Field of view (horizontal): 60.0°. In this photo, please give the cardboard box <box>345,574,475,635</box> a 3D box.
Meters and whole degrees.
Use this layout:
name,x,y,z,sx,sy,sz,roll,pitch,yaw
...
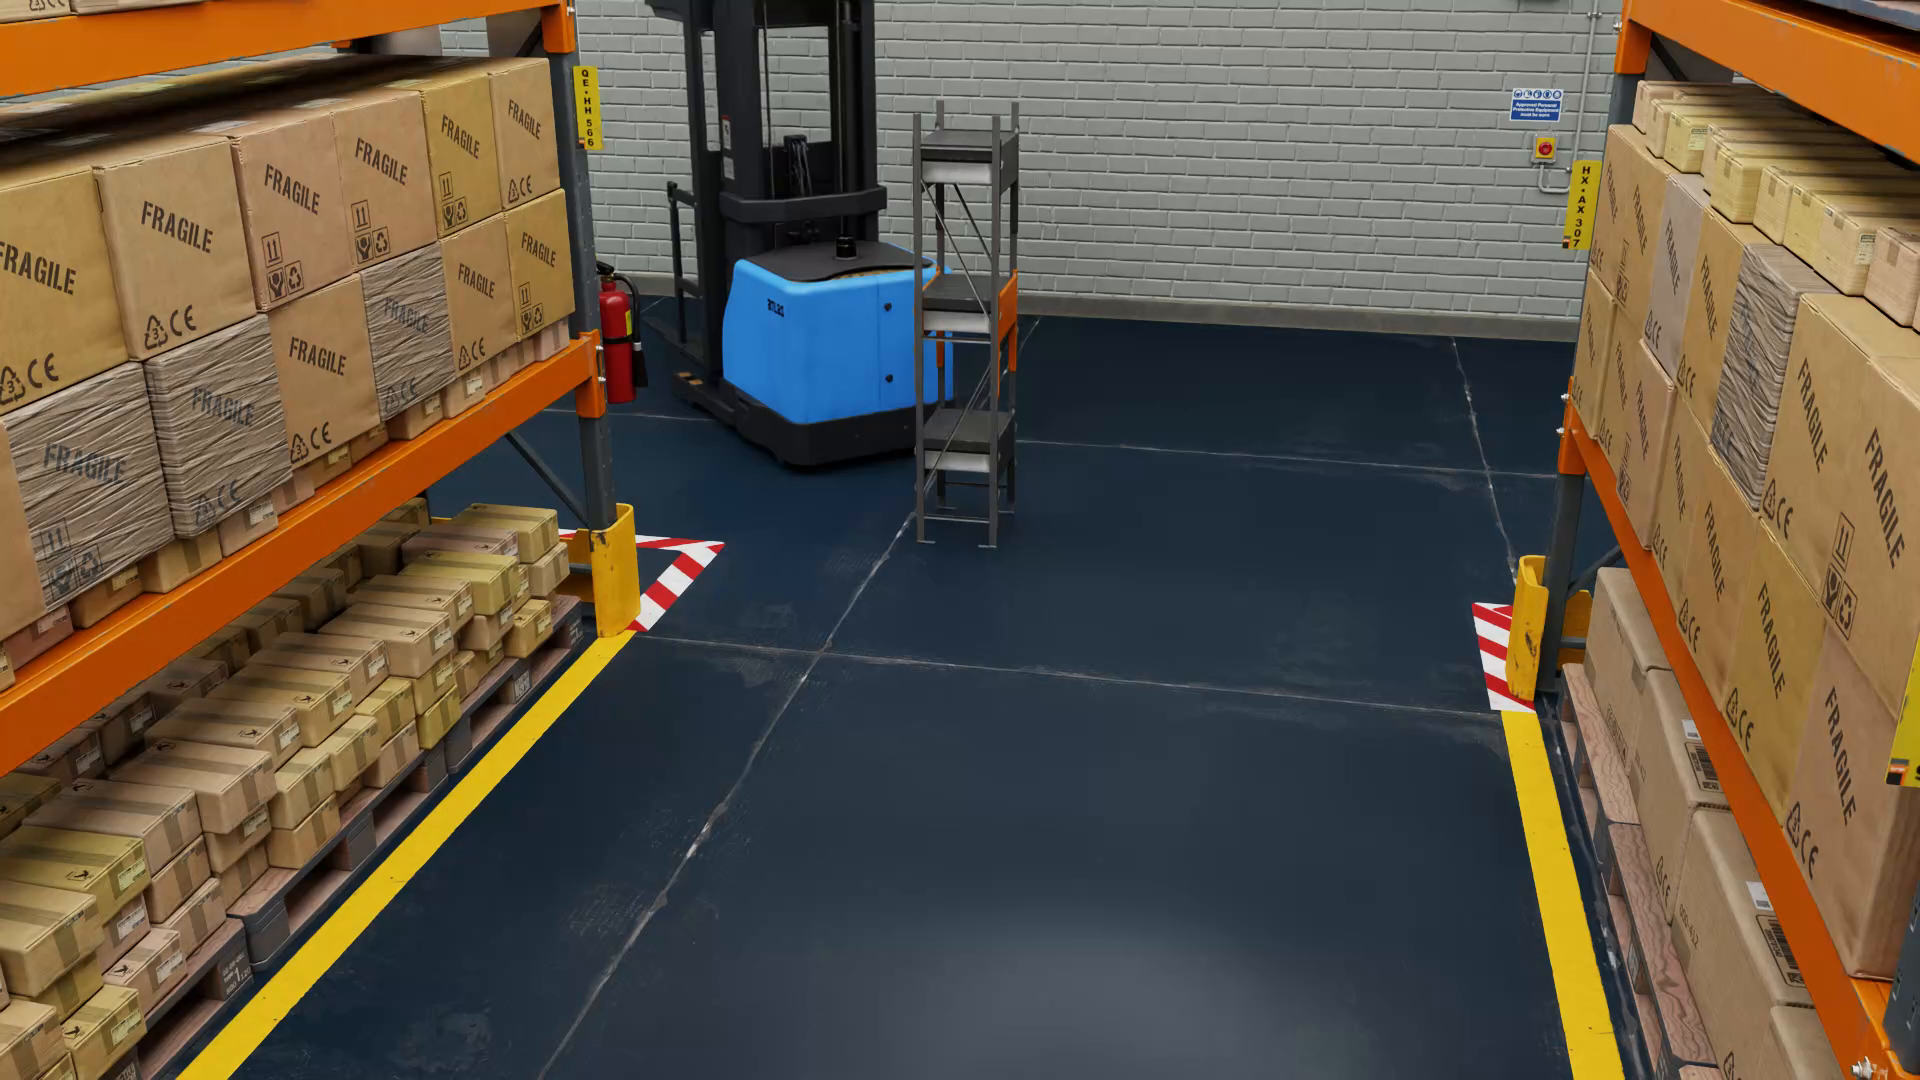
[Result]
name,x,y,z,sx,sy,sz,roll,pitch,yaw
cardboard box,-2.038,0.253,6.168,0.380,0.149,0.250,4,22,9

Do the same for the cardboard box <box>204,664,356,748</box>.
name,x,y,z,sx,sy,sz,roll,pitch,yaw
cardboard box,-2.226,0.541,5.452,0.380,0.149,0.250,5,22,11

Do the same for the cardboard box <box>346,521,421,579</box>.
name,x,y,z,sx,sy,sz,roll,pitch,yaw
cardboard box,-2.405,0.034,6.712,0.380,0.149,0.250,5,22,12

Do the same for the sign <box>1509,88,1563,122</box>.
name,x,y,z,sx,sy,sz,roll,pitch,yaw
sign,3.933,-2.969,11.348,0.327,0.218,0.001,4,22,11

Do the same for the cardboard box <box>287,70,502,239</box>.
name,x,y,z,sx,sy,sz,roll,pitch,yaw
cardboard box,-1.980,-1.370,5.870,0.500,0.500,0.500,4,22,9

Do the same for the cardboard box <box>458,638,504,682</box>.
name,x,y,z,sx,sy,sz,roll,pitch,yaw
cardboard box,-2.022,0.434,6.514,0.380,0.149,0.250,4,22,11

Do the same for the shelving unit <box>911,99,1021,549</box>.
name,x,y,z,sx,sy,sz,roll,pitch,yaw
shelving unit,0.034,-1.035,8.112,0.431,2.100,0.503,4,22,11

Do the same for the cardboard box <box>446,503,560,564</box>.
name,x,y,z,sx,sy,sz,roll,pitch,yaw
cardboard box,-1.887,-0.029,6.868,0.380,0.149,0.250,5,22,12

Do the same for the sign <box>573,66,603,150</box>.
name,x,y,z,sx,sy,sz,roll,pitch,yaw
sign,-1.488,-1.728,6.655,0.100,0.325,0.005,4,22,11

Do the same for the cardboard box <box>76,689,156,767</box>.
name,x,y,z,sx,sy,sz,roll,pitch,yaw
cardboard box,-2.831,0.588,5.335,0.380,0.149,0.250,4,22,9

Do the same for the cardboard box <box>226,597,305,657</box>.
name,x,y,z,sx,sy,sz,roll,pitch,yaw
cardboard box,-2.617,0.314,6.017,0.380,0.149,0.250,5,23,13

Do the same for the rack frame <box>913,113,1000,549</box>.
name,x,y,z,sx,sy,sz,roll,pitch,yaw
rack frame,-0.016,-0.945,7.890,0.400,2.100,0.015,4,22,11

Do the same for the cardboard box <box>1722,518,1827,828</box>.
name,x,y,z,sx,sy,sz,roll,pitch,yaw
cardboard box,1.967,0.286,3.495,0.500,0.500,0.500,4,22,10

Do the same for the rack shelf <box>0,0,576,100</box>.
name,x,y,z,sx,sy,sz,roll,pitch,yaw
rack shelf,-2.435,-1.420,4.812,1.077,0.370,4.000,4,22,11

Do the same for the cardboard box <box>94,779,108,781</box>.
name,x,y,z,sx,sy,sz,roll,pitch,yaw
cardboard box,-2.830,0.841,5.105,0.380,0.149,0.250,5,22,12

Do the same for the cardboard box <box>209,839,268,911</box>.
name,x,y,z,sx,sy,sz,roll,pitch,yaw
cardboard box,-2.377,0.998,5.114,0.380,0.149,0.250,4,22,9

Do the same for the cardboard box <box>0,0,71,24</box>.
name,x,y,z,sx,sy,sz,roll,pitch,yaw
cardboard box,-2.397,-1.286,3.716,0.500,0.250,0.500,4,22,10

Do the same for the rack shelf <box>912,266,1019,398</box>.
name,x,y,z,sx,sy,sz,roll,pitch,yaw
rack shelf,0.034,-1.022,8.117,0.431,0.518,0.480,4,22,11

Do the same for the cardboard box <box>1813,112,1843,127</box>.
name,x,y,z,sx,sy,sz,roll,pitch,yaw
cardboard box,2.934,-1.323,5.283,0.380,0.149,0.250,5,22,12

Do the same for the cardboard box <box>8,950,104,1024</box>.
name,x,y,z,sx,sy,sz,roll,pitch,yaw
cardboard box,-2.492,1.151,4.335,0.380,0.149,0.250,5,22,11

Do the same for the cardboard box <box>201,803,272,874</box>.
name,x,y,z,sx,sy,sz,roll,pitch,yaw
cardboard box,-2.341,0.862,5.053,0.380,0.149,0.250,6,23,13

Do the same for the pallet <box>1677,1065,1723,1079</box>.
name,x,y,z,sx,sy,sz,roll,pitch,yaw
pallet,2.255,1.731,3.773,1.003,0.211,1.213,4,22,11

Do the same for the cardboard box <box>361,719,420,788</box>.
name,x,y,z,sx,sy,sz,roll,pitch,yaw
cardboard box,-2.126,0.722,5.800,0.380,0.149,0.250,5,22,12

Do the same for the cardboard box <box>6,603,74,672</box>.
name,x,y,z,sx,sy,sz,roll,pitch,yaw
cardboard box,-2.482,0.205,4.164,0.380,0.149,0.250,3,22,9

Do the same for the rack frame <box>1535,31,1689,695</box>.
name,x,y,z,sx,sy,sz,roll,pitch,yaw
rack frame,2.840,-0.753,6.209,1.000,3.000,0.127,4,22,11

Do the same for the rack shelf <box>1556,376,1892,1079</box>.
name,x,y,z,sx,sy,sz,roll,pitch,yaw
rack shelf,2.431,0.312,4.527,1.077,0.370,4.000,4,22,11

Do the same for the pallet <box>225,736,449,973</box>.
name,x,y,z,sx,sy,sz,roll,pitch,yaw
pallet,-2.494,0.967,5.670,1.003,0.211,1.213,4,22,11

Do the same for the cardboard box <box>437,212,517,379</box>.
name,x,y,z,sx,sy,sz,roll,pitch,yaw
cardboard box,-1.977,-0.906,6.056,0.500,0.500,0.500,4,22,10

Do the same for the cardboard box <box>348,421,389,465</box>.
name,x,y,z,sx,sy,sz,roll,pitch,yaw
cardboard box,-2.166,-0.372,5.598,0.380,0.149,0.250,4,22,9

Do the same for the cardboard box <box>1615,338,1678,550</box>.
name,x,y,z,sx,sy,sz,roll,pitch,yaw
cardboard box,2.263,-0.274,4.885,0.500,0.500,0.500,4,22,11

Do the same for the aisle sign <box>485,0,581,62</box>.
name,x,y,z,sx,sy,sz,roll,pitch,yaw
aisle sign,-1.718,-2.303,6.578,0.394,0.787,0.004,4,22,11

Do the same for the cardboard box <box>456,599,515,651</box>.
name,x,y,z,sx,sy,sz,roll,pitch,yaw
cardboard box,-1.960,0.301,6.447,0.380,0.149,0.250,4,22,9

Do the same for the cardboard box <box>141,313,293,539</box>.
name,x,y,z,sx,sy,sz,roll,pitch,yaw
cardboard box,-2.263,-0.340,4.651,0.500,0.500,0.500,4,22,10

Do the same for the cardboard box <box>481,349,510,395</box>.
name,x,y,z,sx,sy,sz,roll,pitch,yaw
cardboard box,-1.941,-0.655,6.302,0.380,0.149,0.250,4,22,10

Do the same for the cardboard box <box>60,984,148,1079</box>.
name,x,y,z,sx,sy,sz,roll,pitch,yaw
cardboard box,-2.400,1.291,4.387,0.380,0.149,0.250,5,22,13

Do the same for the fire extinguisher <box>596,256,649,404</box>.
name,x,y,z,sx,sy,sz,roll,pitch,yaw
fire extinguisher,-1.524,-0.942,7.279,0.296,0.674,0.183,4,22,11

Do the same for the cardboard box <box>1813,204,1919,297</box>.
name,x,y,z,sx,sy,sz,roll,pitch,yaw
cardboard box,2.045,-0.605,3.500,0.380,0.149,0.250,4,22,11

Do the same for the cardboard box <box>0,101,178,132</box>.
name,x,y,z,sx,sy,sz,roll,pitch,yaw
cardboard box,-2.704,-1.038,5.044,0.500,0.500,0.500,4,22,9

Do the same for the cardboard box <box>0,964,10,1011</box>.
name,x,y,z,sx,sy,sz,roll,pitch,yaw
cardboard box,-2.570,1.111,4.038,0.380,0.149,0.250,5,23,13

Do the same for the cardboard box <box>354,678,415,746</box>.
name,x,y,z,sx,sy,sz,roll,pitch,yaw
cardboard box,-2.123,0.584,5.745,0.380,0.149,0.250,6,23,14

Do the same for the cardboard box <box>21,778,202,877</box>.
name,x,y,z,sx,sy,sz,roll,pitch,yaw
cardboard box,-2.422,0.821,4.757,0.380,0.149,0.250,4,22,10

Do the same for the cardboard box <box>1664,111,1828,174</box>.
name,x,y,z,sx,sy,sz,roll,pitch,yaw
cardboard box,2.311,-1.170,4.904,0.380,0.149,0.250,4,22,9

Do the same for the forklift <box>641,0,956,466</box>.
name,x,y,z,sx,sy,sz,roll,pitch,yaw
forklift,-1.189,-2.277,10.084,1.130,2.935,3.031,-12,25,-27

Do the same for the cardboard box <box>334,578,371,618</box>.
name,x,y,z,sx,sy,sz,roll,pitch,yaw
cardboard box,-2.460,0.260,6.548,0.380,0.149,0.250,5,22,12

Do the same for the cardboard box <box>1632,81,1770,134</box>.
name,x,y,z,sx,sy,sz,roll,pitch,yaw
cardboard box,2.496,-1.456,5.612,0.380,0.149,0.250,5,22,12

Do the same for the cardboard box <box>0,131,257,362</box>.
name,x,y,z,sx,sy,sz,roll,pitch,yaw
cardboard box,-2.289,-0.798,4.449,0.500,0.500,0.500,5,22,12

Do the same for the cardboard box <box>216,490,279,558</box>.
name,x,y,z,sx,sy,sz,roll,pitch,yaw
cardboard box,-2.244,-0.078,4.869,0.380,0.149,0.250,5,23,13

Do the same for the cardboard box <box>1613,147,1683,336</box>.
name,x,y,z,sx,sy,sz,roll,pitch,yaw
cardboard box,2.364,-0.920,5.151,0.500,0.500,0.500,4,22,9

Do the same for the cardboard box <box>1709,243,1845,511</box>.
name,x,y,z,sx,sy,sz,roll,pitch,yaw
cardboard box,2.055,-0.366,3.775,0.500,0.500,0.500,5,22,12

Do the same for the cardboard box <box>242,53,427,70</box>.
name,x,y,z,sx,sy,sz,roll,pitch,yaw
cardboard box,-2.378,-1.598,6.435,0.500,0.500,0.500,4,22,11

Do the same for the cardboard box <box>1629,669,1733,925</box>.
name,x,y,z,sx,sy,sz,roll,pitch,yaw
cardboard box,2.624,0.825,5.158,0.875,0.438,0.875,5,22,12

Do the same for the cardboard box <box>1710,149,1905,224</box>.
name,x,y,z,sx,sy,sz,roll,pitch,yaw
cardboard box,2.138,-0.892,4.212,0.380,0.149,0.250,4,22,10
